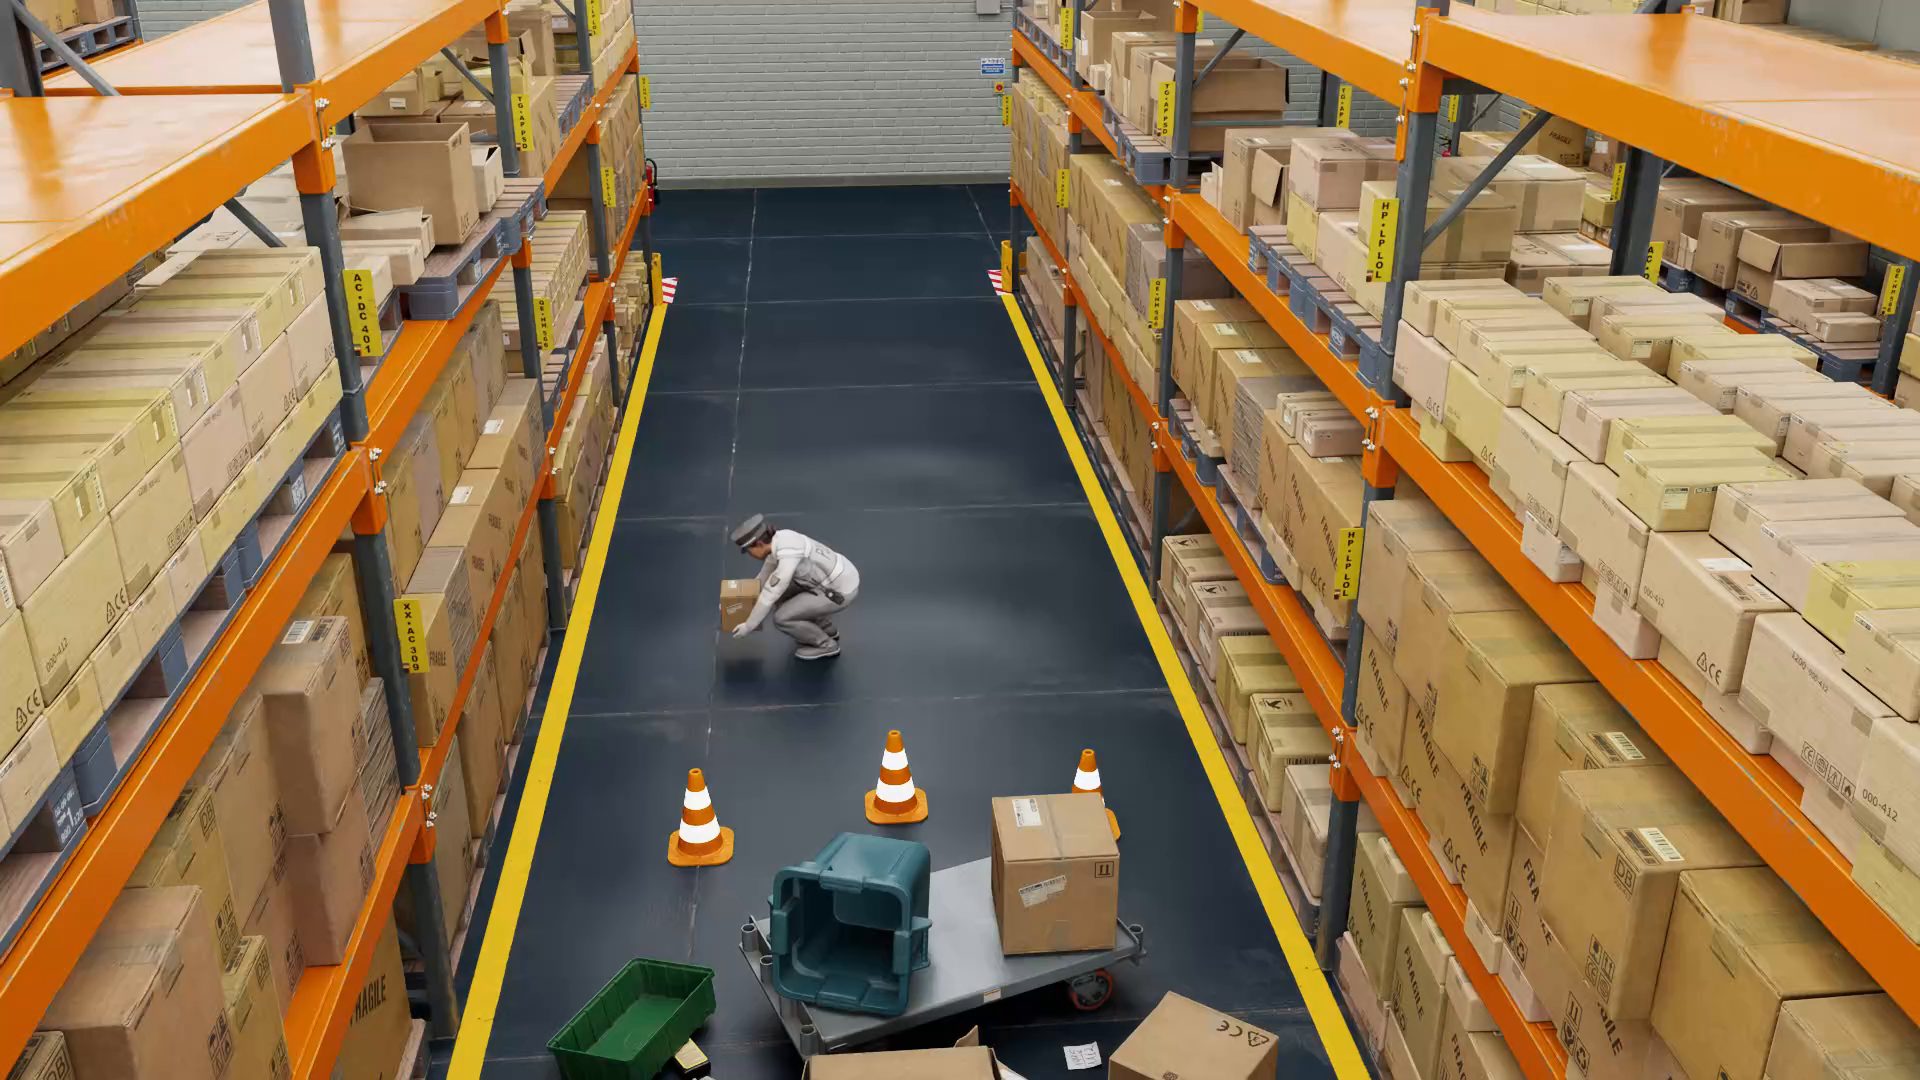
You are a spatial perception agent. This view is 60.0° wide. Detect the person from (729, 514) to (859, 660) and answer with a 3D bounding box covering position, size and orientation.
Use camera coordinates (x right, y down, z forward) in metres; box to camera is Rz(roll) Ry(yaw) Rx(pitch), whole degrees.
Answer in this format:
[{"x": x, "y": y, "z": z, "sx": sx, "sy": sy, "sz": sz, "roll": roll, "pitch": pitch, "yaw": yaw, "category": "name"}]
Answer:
[{"x": -1.050, "y": 0.271, "z": 10.569, "sx": 0.821, "sy": 0.965, "sz": 0.497, "roll": -2, "pitch": 24, "yaw": -5, "category": "person"}]
